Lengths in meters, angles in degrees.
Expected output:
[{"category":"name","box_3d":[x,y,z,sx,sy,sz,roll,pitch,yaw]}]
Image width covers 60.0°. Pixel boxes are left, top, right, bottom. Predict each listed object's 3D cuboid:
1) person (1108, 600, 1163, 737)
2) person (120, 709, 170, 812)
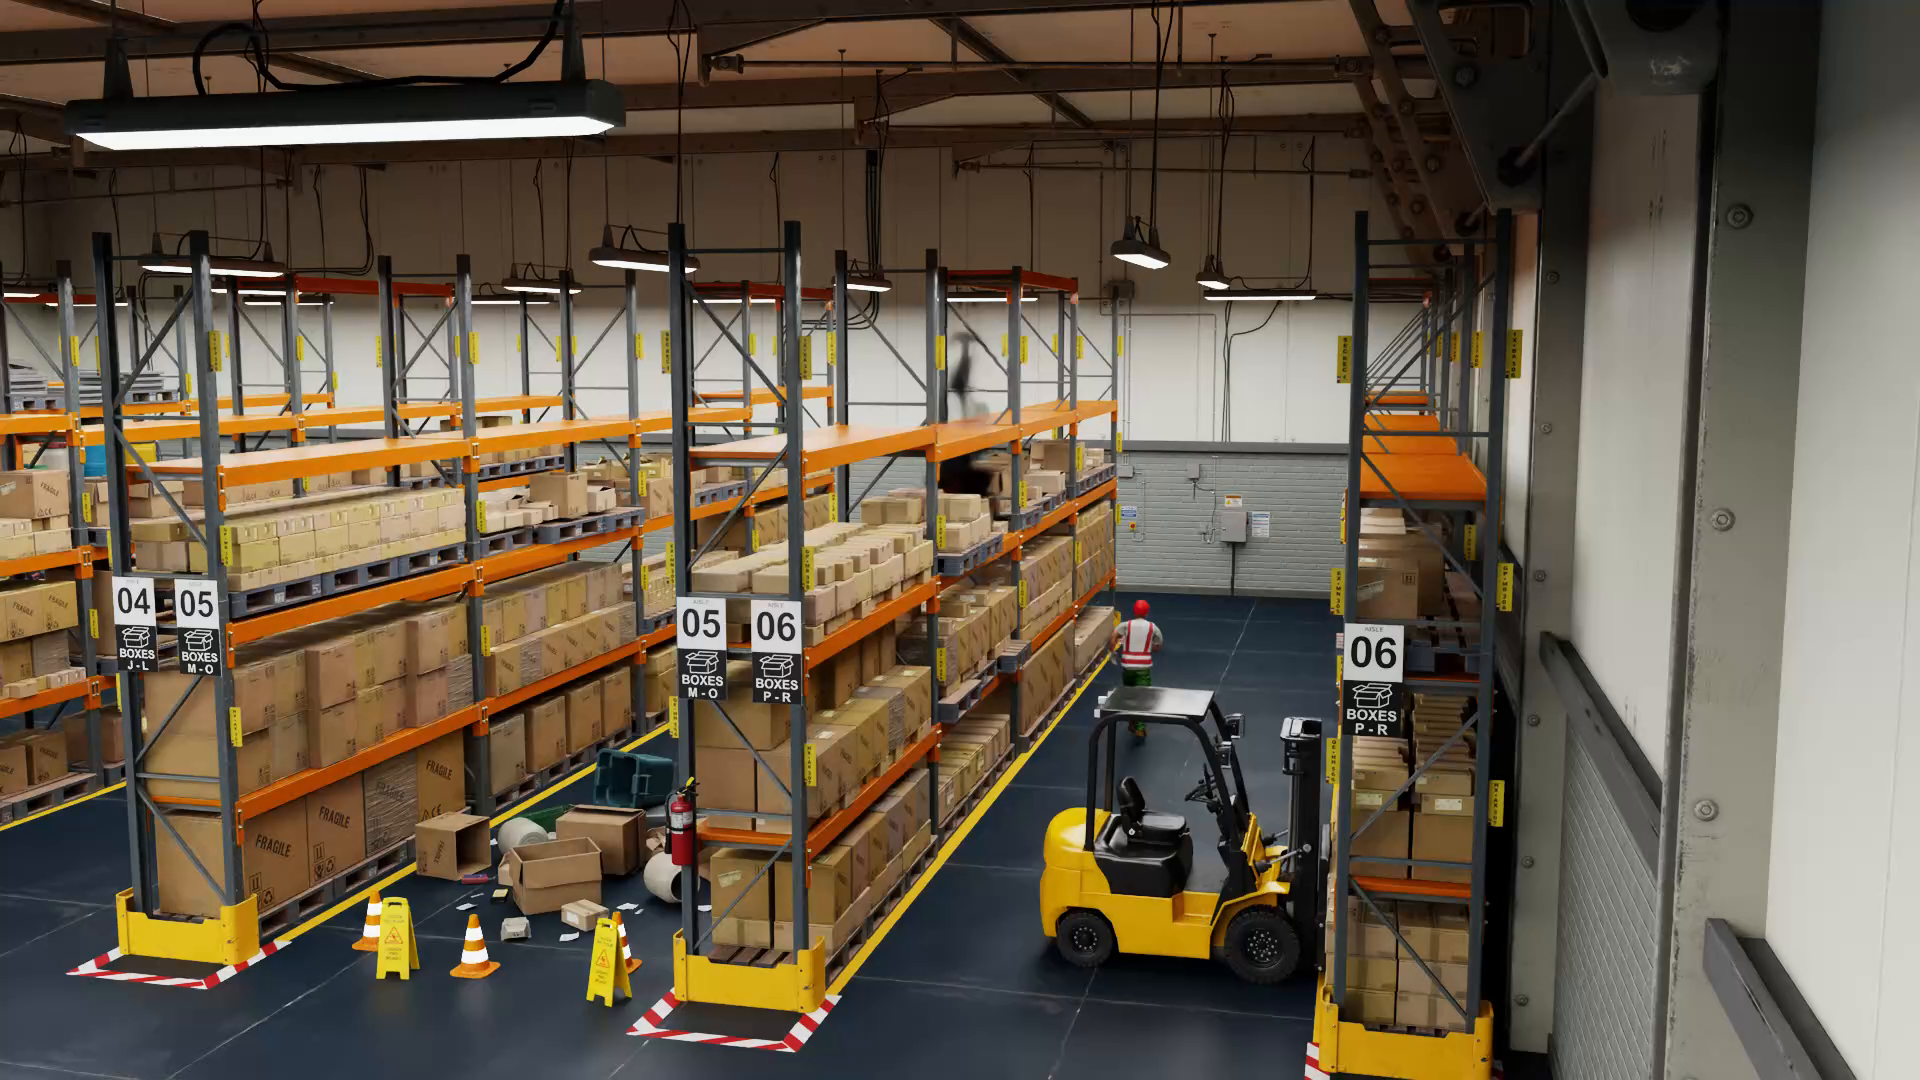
[{"category":"person","box_3d":[2.278,1.657,21.515,0.671,1.783,0.884,2,7,13]},{"category":"person","box_3d":[-8.061,2.347,16.764,0.735,1.578,0.838,-2,7,-15]}]
